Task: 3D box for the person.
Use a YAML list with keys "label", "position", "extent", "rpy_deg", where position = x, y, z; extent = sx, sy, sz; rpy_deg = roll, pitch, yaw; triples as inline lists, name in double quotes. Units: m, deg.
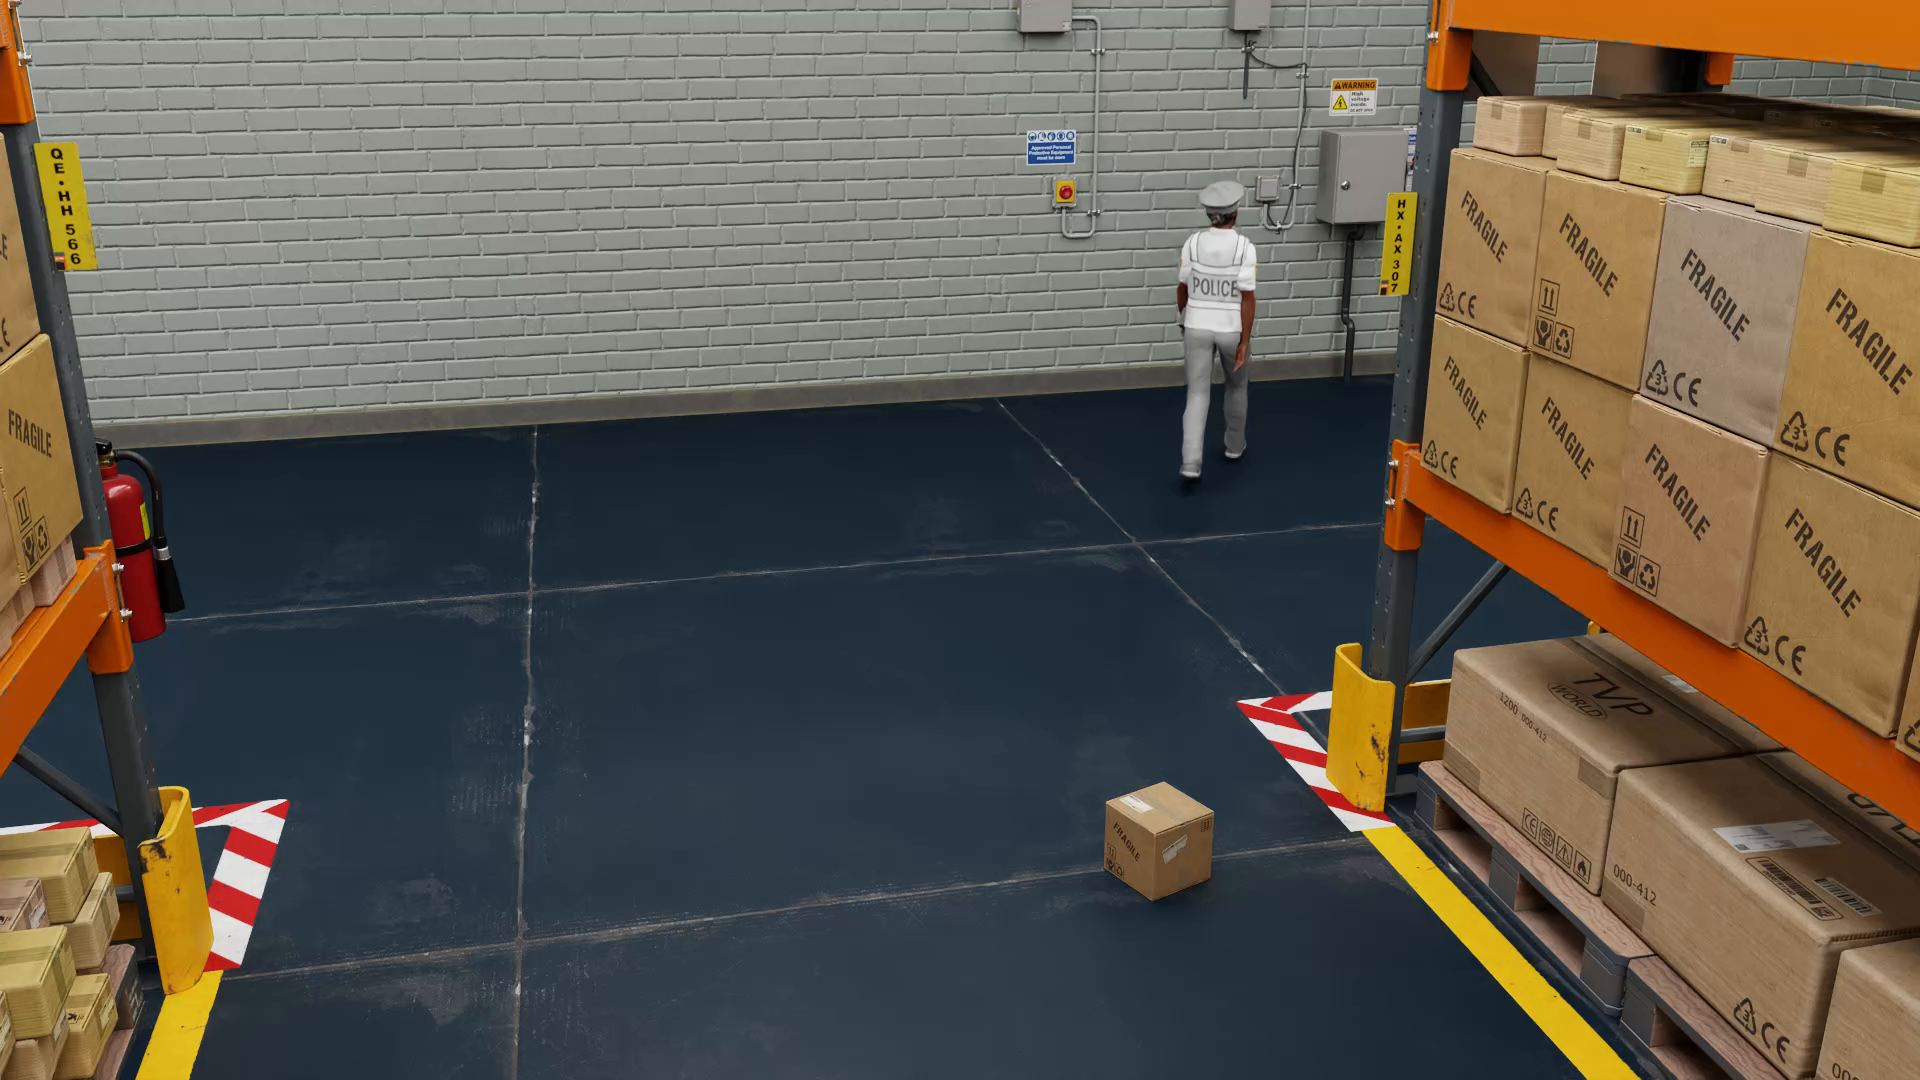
- label: "person"
  position: [1.437, -1.198, 9.359]
  extent: [0.454, 1.637, 0.962]
  rpy_deg: [5, 20, 14]
